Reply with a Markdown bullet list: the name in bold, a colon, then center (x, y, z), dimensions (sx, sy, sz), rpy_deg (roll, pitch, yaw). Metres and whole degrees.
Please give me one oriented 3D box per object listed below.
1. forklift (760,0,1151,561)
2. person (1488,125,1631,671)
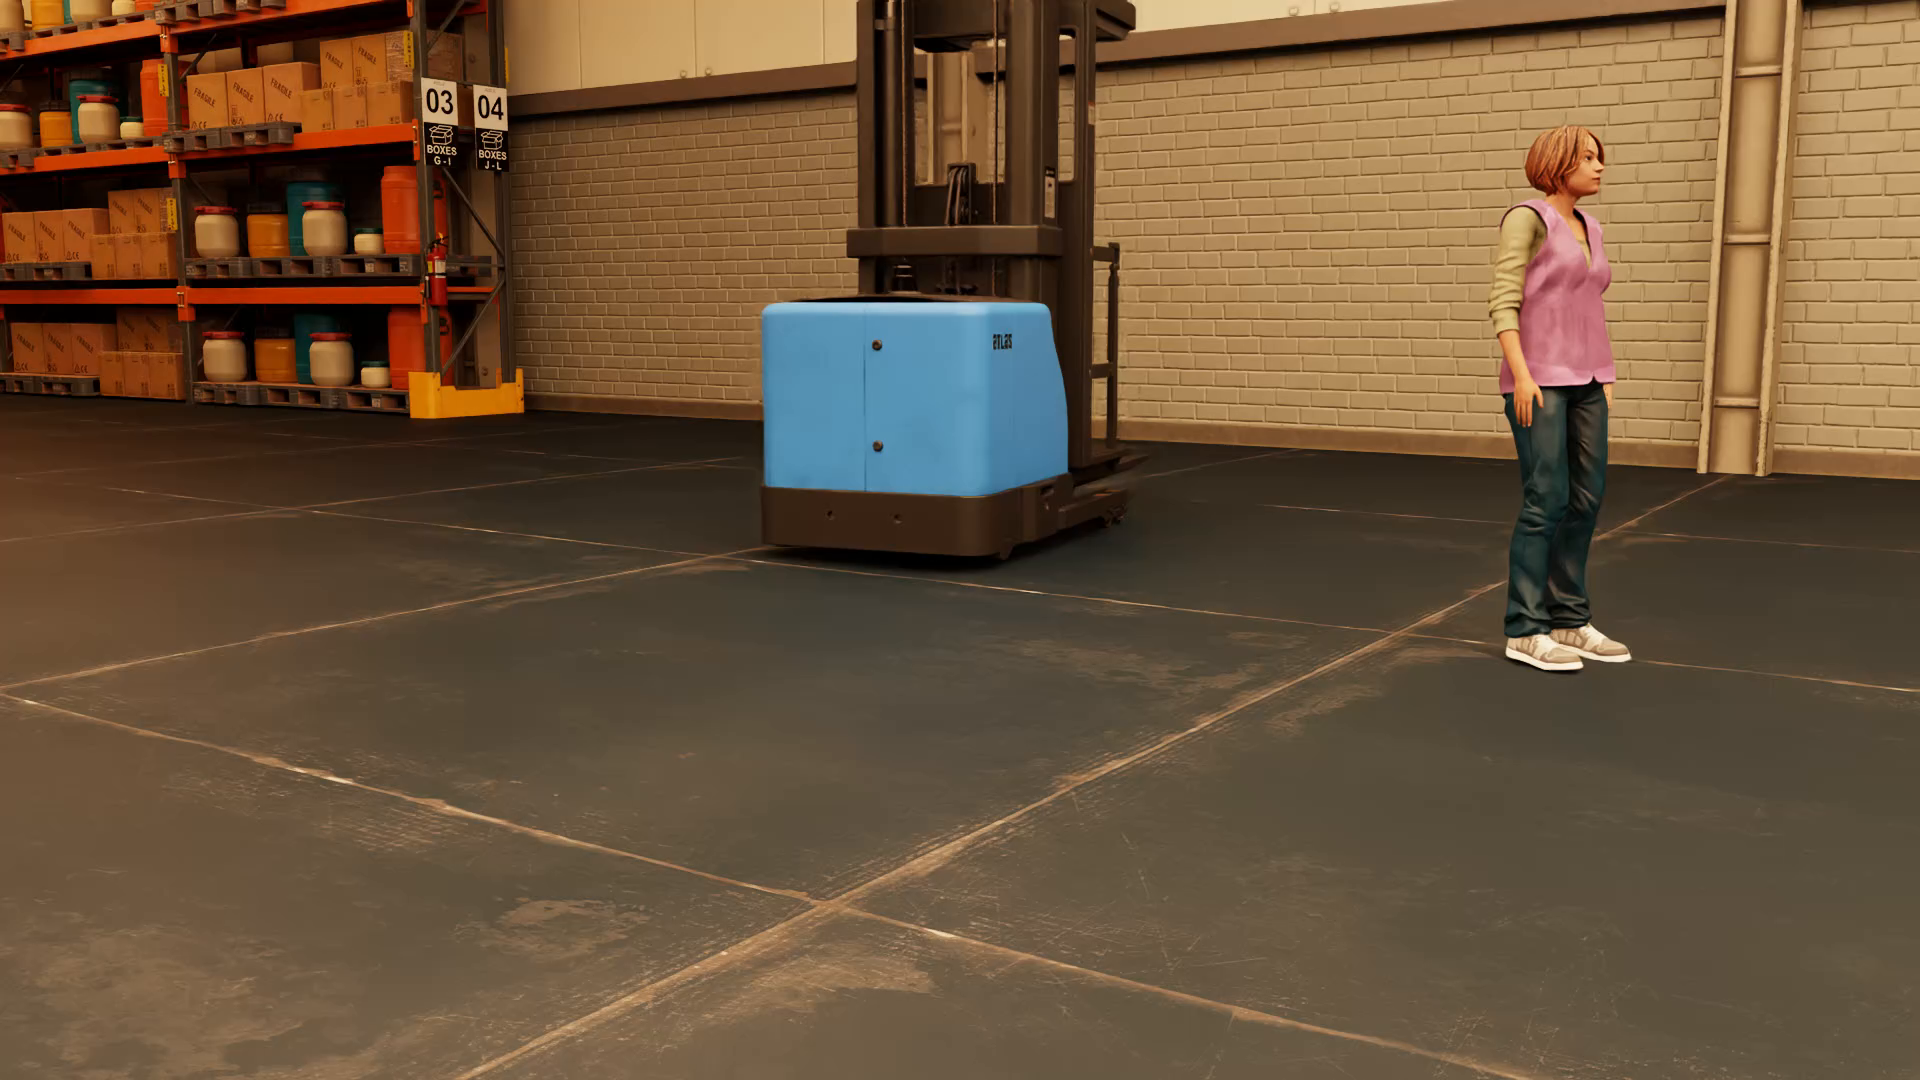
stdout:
- **forklift**: center (0.189, -1.535, 7.985), dimensions (1.130, 2.935, 3.031), rpy_deg (3, 9, 22)
- **person**: center (1.837, -0.432, 4.993), dimensions (0.497, 1.611, 0.419), rpy_deg (-5, 10, -34)
